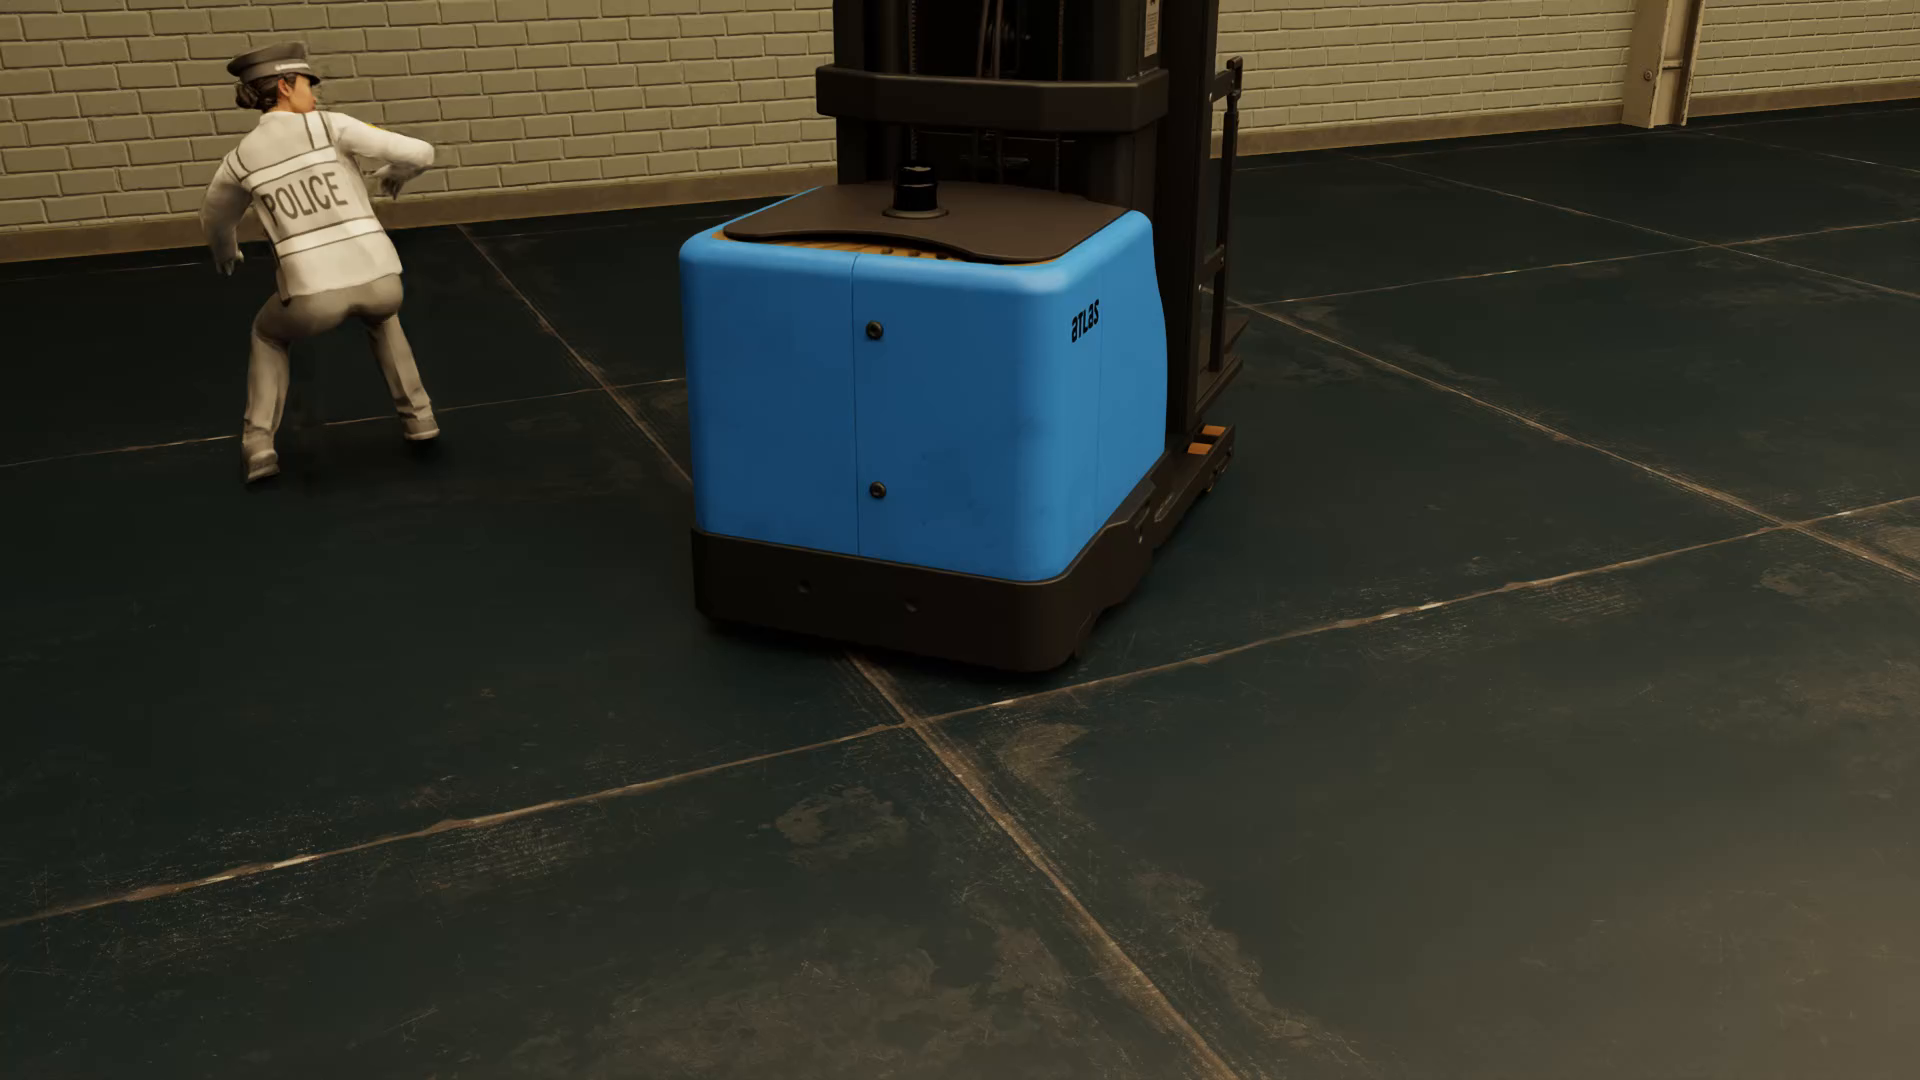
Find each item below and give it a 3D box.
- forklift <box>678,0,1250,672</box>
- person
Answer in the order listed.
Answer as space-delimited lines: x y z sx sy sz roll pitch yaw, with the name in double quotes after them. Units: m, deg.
0.295 -1.560 5.042 1.130 2.935 3.031 9 24 20 "forklift"
-2.104 -0.924 5.535 0.738 1.429 0.832 -9 24 -20 "person"
